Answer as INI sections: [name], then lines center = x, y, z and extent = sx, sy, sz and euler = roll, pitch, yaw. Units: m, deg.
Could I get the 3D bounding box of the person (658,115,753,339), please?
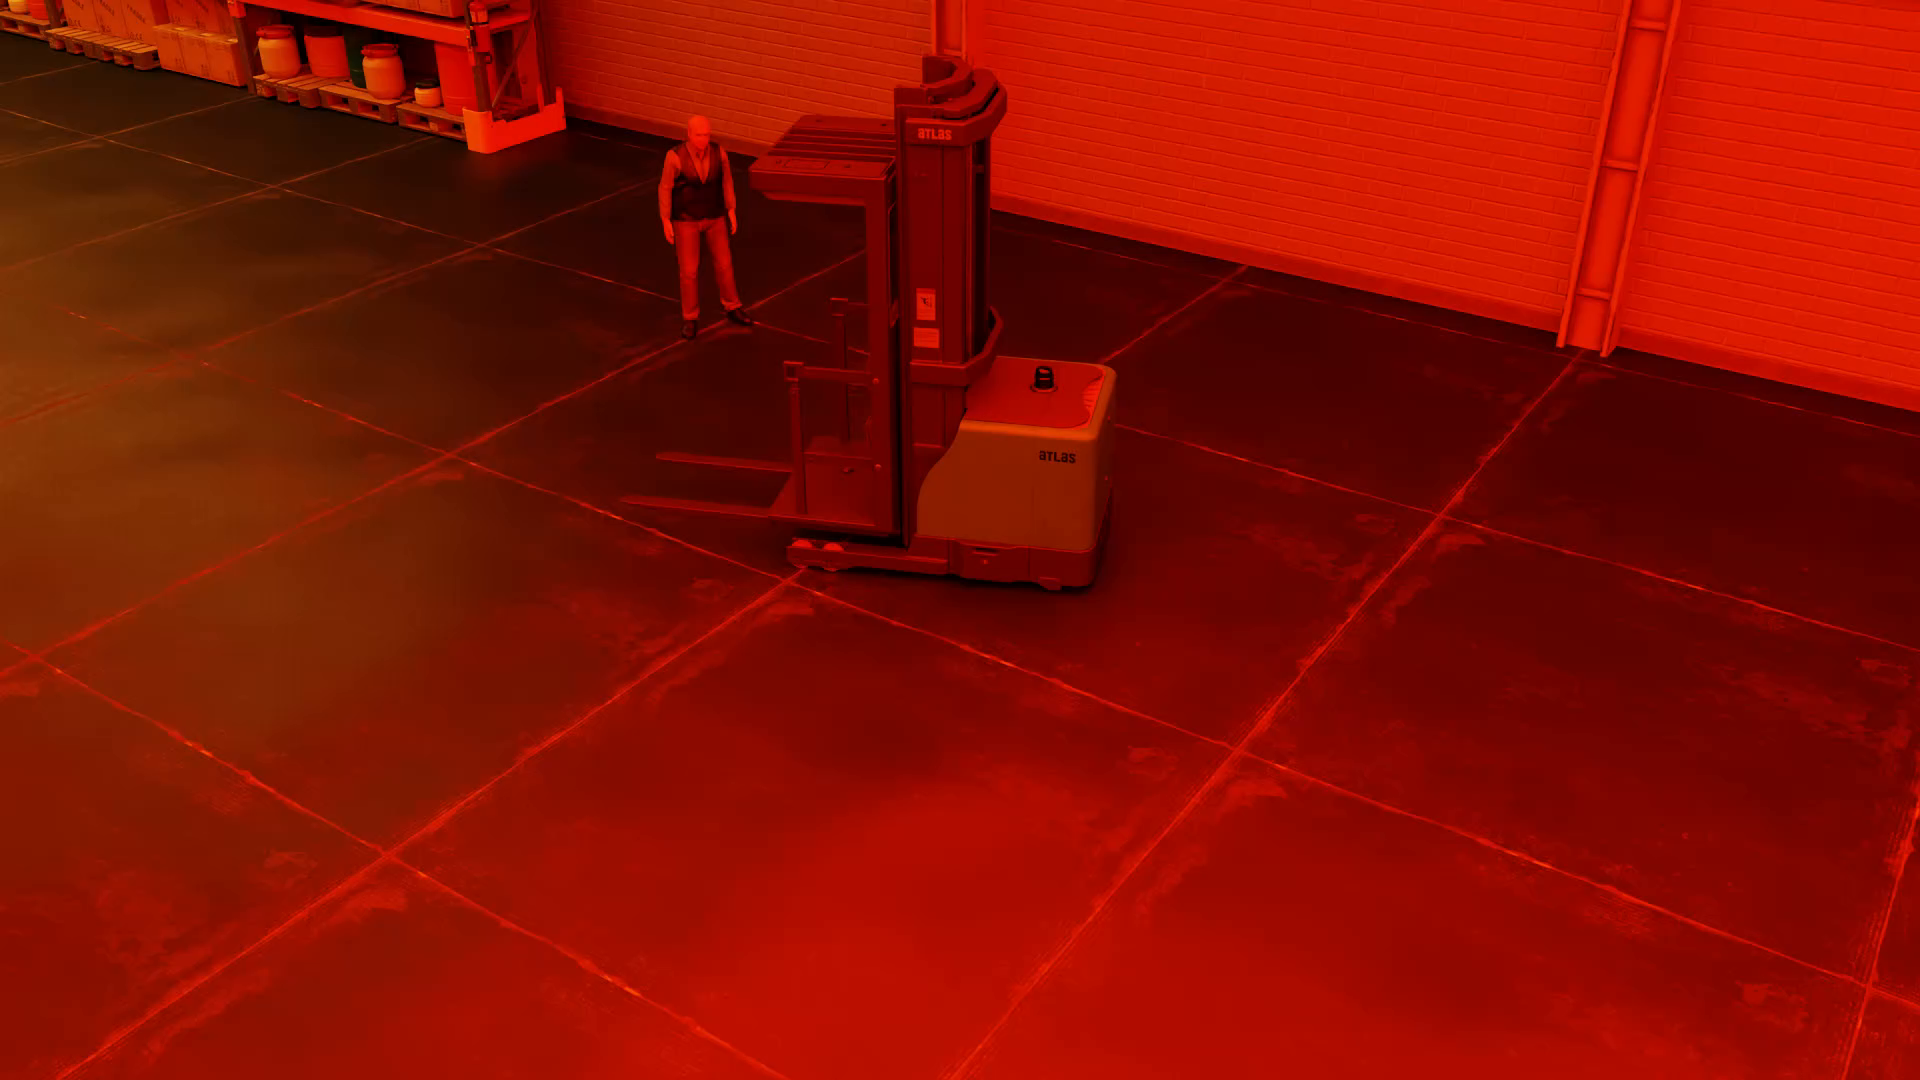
[person]
center = -2.033, -2.496, 13.087
extent = 0.649, 1.726, 0.451
euler = -15, 33, -24

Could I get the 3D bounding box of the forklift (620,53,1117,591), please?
[forklift]
center = -0.596, -1.330, 9.871
extent = 3.031, 2.935, 1.130
euler = 6, 31, 10
